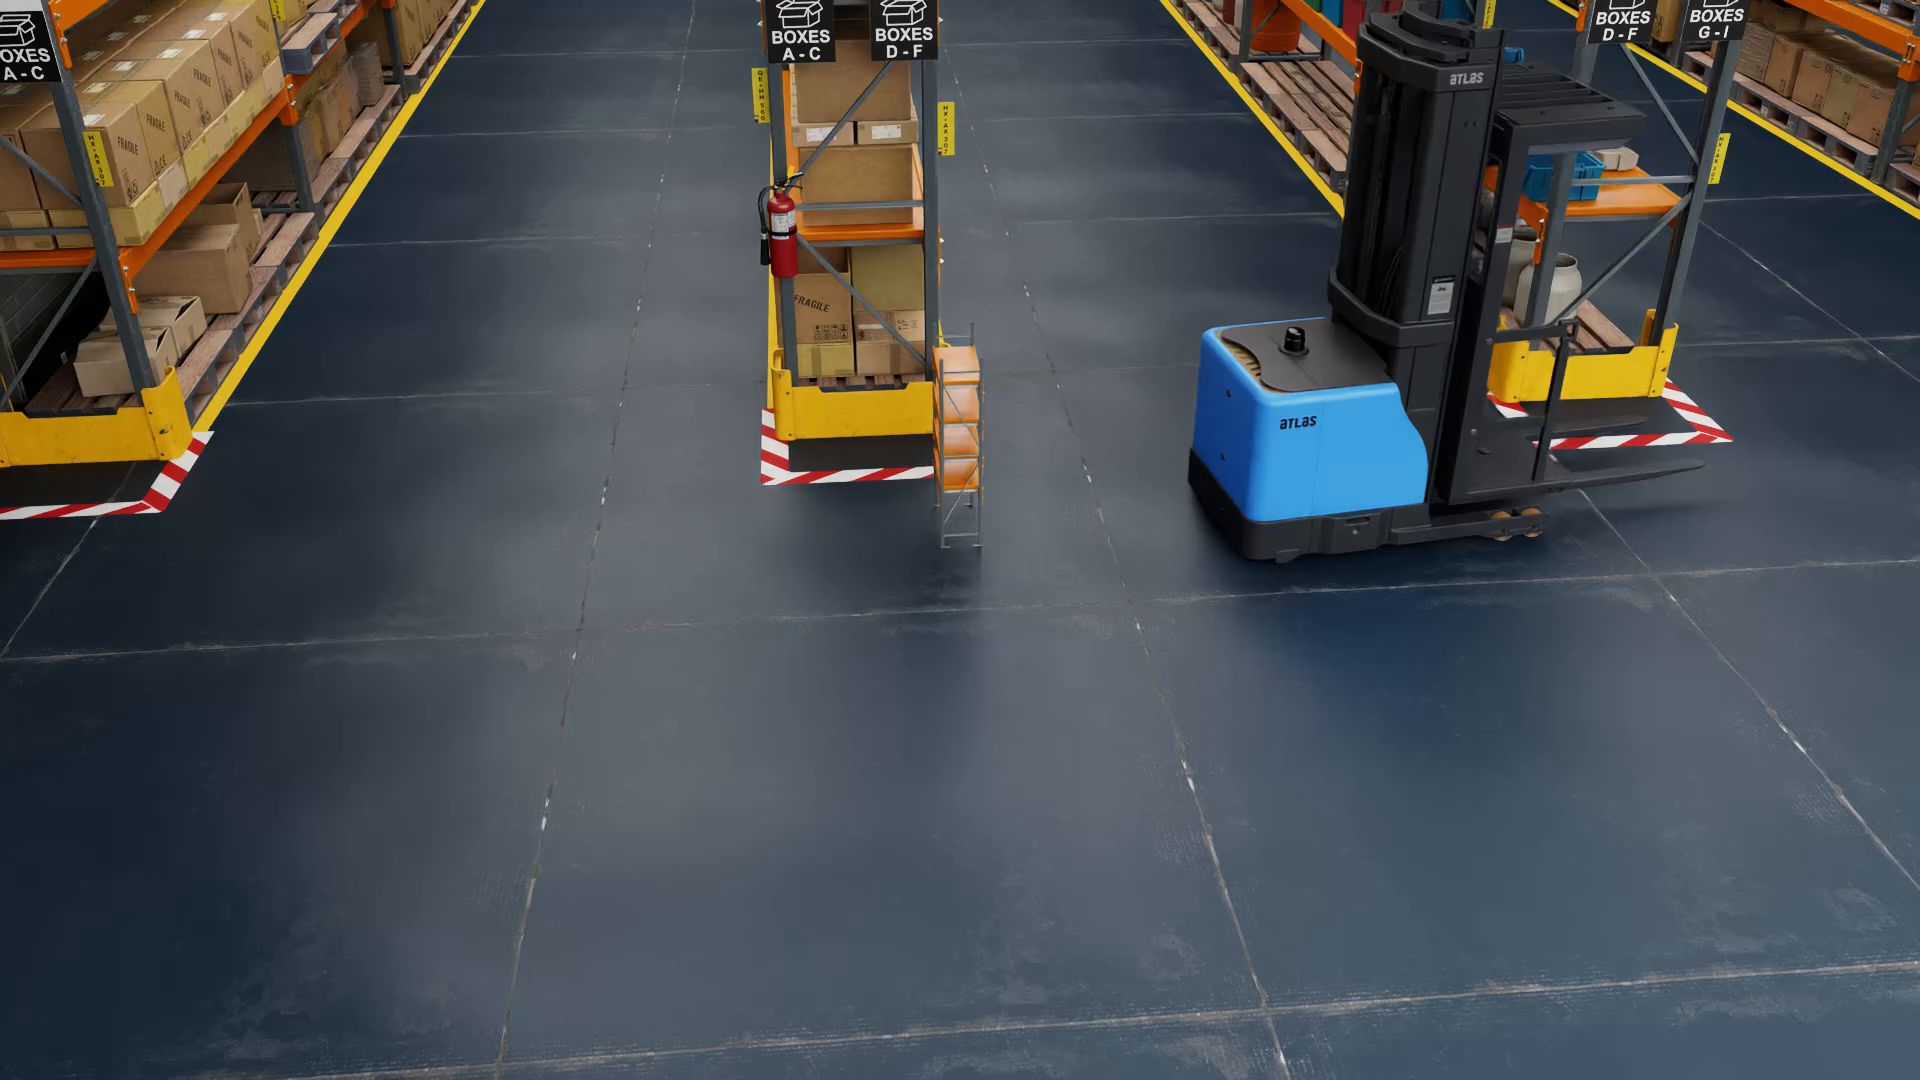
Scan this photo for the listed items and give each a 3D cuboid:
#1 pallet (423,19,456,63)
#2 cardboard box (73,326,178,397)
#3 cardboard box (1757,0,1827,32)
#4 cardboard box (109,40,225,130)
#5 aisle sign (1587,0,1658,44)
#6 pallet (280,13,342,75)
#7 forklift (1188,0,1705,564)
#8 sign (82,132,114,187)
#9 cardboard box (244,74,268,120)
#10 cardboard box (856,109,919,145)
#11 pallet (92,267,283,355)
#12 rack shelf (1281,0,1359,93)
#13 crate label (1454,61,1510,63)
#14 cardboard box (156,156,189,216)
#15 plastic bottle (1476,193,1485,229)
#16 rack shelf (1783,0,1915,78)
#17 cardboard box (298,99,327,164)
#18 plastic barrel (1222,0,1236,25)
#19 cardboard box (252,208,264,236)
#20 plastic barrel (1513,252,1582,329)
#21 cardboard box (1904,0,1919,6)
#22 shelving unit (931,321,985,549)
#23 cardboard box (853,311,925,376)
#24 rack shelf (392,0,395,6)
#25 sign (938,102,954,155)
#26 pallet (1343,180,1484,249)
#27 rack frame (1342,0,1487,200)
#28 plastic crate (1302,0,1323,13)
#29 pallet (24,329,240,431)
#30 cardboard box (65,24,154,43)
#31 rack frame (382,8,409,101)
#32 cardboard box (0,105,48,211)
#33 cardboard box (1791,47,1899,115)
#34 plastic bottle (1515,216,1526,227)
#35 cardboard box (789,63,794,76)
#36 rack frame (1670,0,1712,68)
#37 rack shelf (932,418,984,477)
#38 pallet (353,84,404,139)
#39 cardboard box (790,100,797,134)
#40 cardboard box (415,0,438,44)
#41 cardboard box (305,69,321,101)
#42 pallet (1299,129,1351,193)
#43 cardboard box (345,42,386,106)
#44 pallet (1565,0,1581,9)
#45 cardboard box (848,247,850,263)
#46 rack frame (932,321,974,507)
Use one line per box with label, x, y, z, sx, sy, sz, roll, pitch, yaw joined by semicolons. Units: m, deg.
pallet;-6.426;-5.737;19.149;1.003;0.211;1.213;-3;31;-5
cardboard box;-5.544;-1.214;11.051;0.500;0.311;0.500;-6;31;-10
cardboard box;8.631;-5.445;17.218;0.500;0.250;0.500;1;31;1
cardboard box;-5.453;-3.126;11.454;0.500;0.500;0.500;-2;31;-3
aisle sign;4.006;-3.362;9.918;0.394;0.787;0.004;-3;31;-5
pallet;-5.869;-4.179;14.008;1.003;0.211;1.213;-3;31;-5
forklift;2.971;-1.511;9.422;3.031;2.935;1.130;-7;32;-11
sign;-5.029;-2.220;9.697;0.100;0.325;0.005;-3;31;-5
cardboard box;-5.559;-3.326;12.521;0.500;0.250;0.500;-3;31;-4
cardboard box;-0.460;-2.593;10.437;0.380;0.149;0.250;-3;31;-5
pallet;-5.728;-1.702;12.393;1.003;0.211;1.213;-3;31;-5
rack shelf;3.734;-5.051;15.983;1.077;0.370;4.000;-3;31;-5
crate label;3.853;-3.239;12.212;0.502;0.435;0.616;-3;31;-5
cardboard box;-5.361;-2.295;10.794;0.500;0.250;0.500;-4;31;-6
plastic bottle;4.221;-2.695;13.557;0.061;0.283;0.133;-3;31;-5
rack shelf;8.665;-5.288;16.380;1.077;0.370;4.000;-3;31;-5
cardboard box;-6.126;-3.616;14.888;0.700;0.500;0.500;-3;31;-6
plastic barrel;3.379;-6.352;19.401;0.600;0.588;0.708;-3;31;-5
cardboard box;-5.863;-2.565;13.453;0.380;0.166;0.250;-7;32;-11
plastic barrel;4.157;-1.741;11.757;0.421;0.512;0.421;0;31;0
cardboard box;8.917;-5.426;14.915;1.000;1.000;1.000;-3;31;-4
shelving unit;-0.015;-0.600;9.584;0.258;1.200;0.503;-3;31;-5
cardboard box;-0.466;-1.346;11.349;0.500;0.250;0.500;-3;31;-5
rack shelf;-6.503;-6.619;18.607;1.077;0.370;4.000;-3;31;-5
sign;-0.084;-2.490;10.073;0.100;0.325;0.005;-3;31;-5
pallet;3.942;-2.797;14.227;1.003;0.211;1.213;-3;31;-5
rack frame;3.921;-4.339;14.089;1.000;3.000;0.127;-3;31;-5
plastic crate;3.477;-5.124;15.609;0.450;0.188;0.662;-3;31;-5
pallet;-5.617;-1.080;11.353;1.003;0.211;1.213;-3;31;-5
cardboard box;-6.021;-3.361;11.848;0.500;0.500;0.500;-2;31;-3
rack frame;-6.317;-5.906;16.713;1.000;3.000;0.127;-3;31;-5
cardboard box;-5.825;-2.319;10.102;0.500;0.500;0.500;-3;31;-5
cardboard box;8.738;-4.536;16.428;0.700;0.500;0.500;-5;31;-9
plastic bottle;4.403;-2.430;13.124;0.097;0.271;0.097;0;31;0
cardboard box;-0.985;-3.230;11.502;0.380;0.149;0.250;-2;31;-3
rack frame;8.478;-6.618;17.905;1.000;3.000;0.127;-3;31;-5
rack shelf;-0.015;-0.542;9.618;0.258;0.148;0.480;-3;31;-5
pallet;-6.245;-4.310;16.760;1.003;0.211;1.213;-3;31;-5
cardboard box;-0.889;-2.702;10.619;0.380;0.149;0.250;-2;31;-3
cardboard box;-6.330;-5.993;18.545;0.750;0.750;0.750;-3;31;-5
cardboard box;-6.125;-4.167;15.079;0.500;0.250;0.500;-4;31;-6
pallet;3.809;-3.541;15.472;1.003;0.211;1.213;-3;31;-5
cardboard box;-6.197;-4.657;16.630;0.700;0.500;0.500;-2;31;-4
pallet;8.252;-7.073;21.386;1.003;0.211;1.213;-3;31;-5
cardboard box;-0.574;-2.177;12.011;0.500;0.500;0.500;-3;31;-5
rack frame;-0.038;-0.724;9.792;0.240;1.200;0.015;-3;31;-5
